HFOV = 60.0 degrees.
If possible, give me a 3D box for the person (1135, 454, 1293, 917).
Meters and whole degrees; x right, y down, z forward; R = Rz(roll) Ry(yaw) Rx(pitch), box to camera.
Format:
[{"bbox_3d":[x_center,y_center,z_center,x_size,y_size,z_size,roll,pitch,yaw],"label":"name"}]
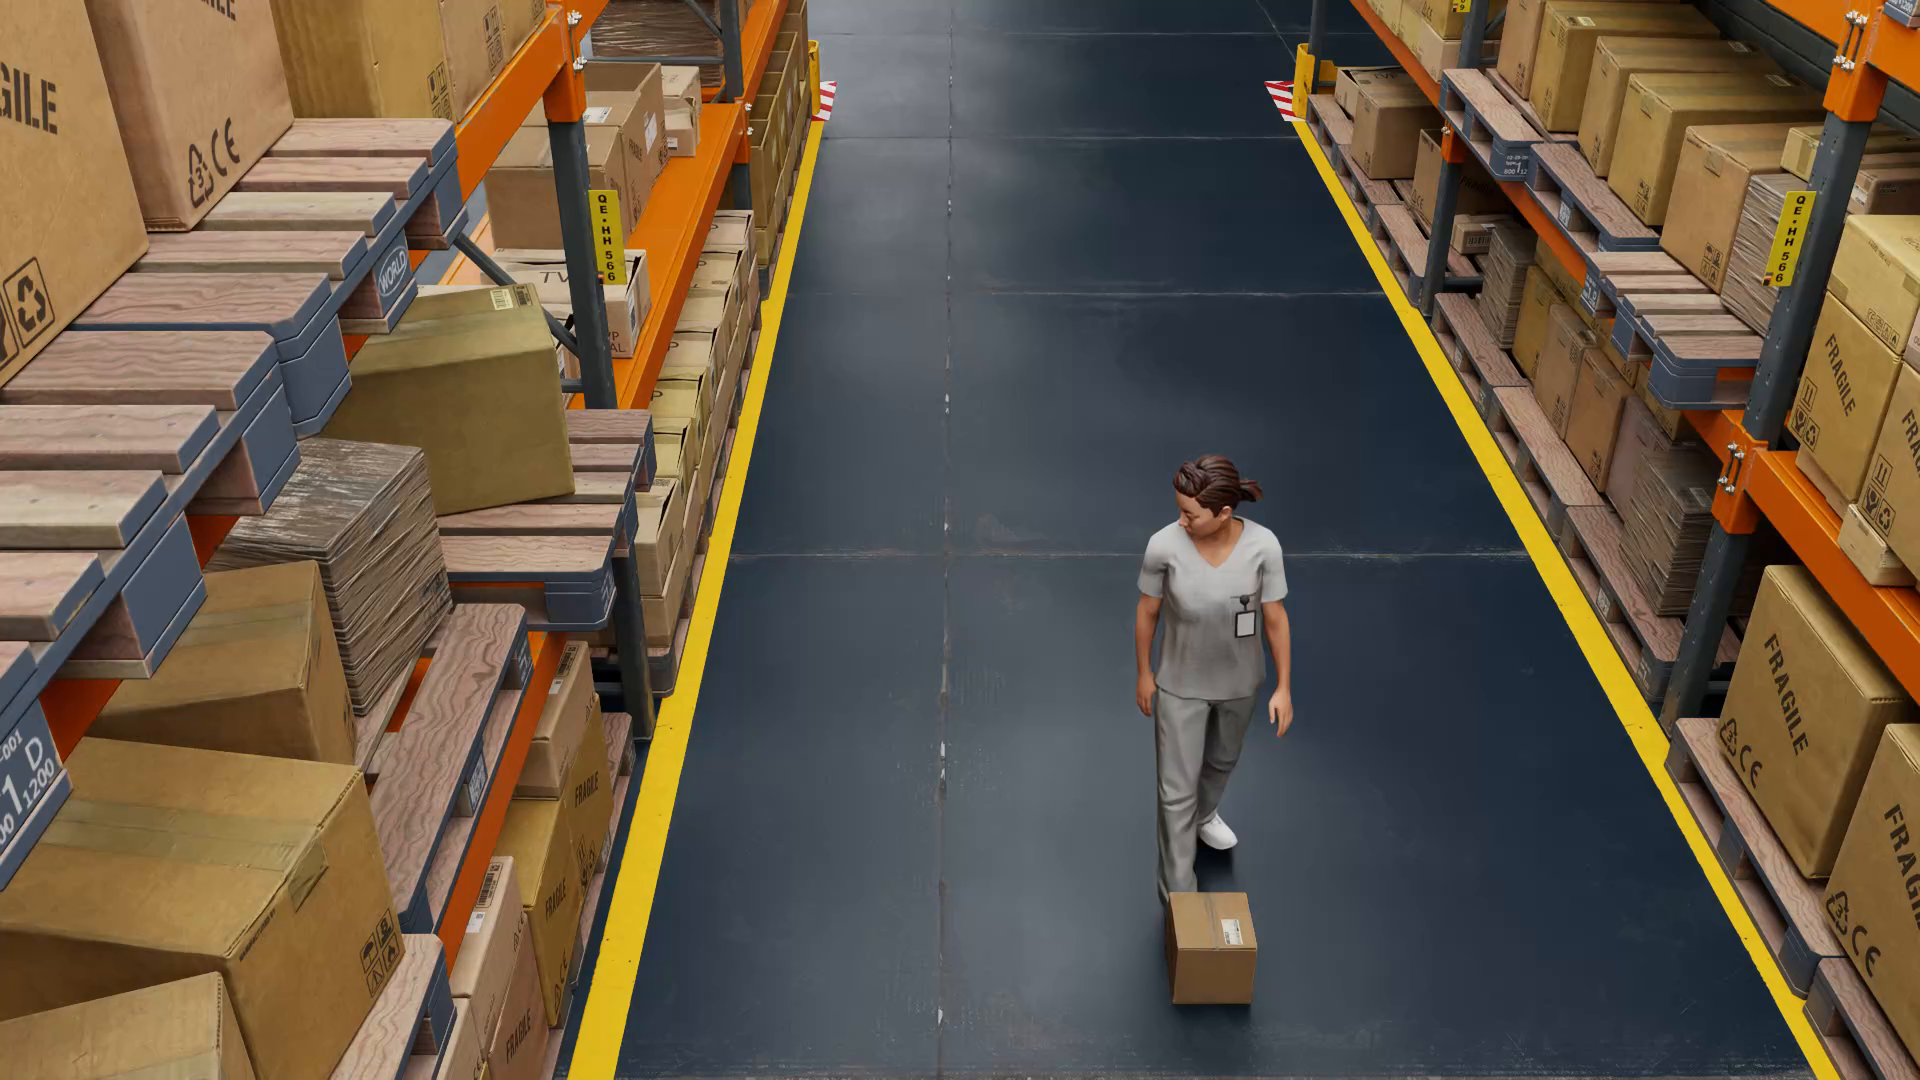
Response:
[{"bbox_3d":[0.809,0.478,5.335,0.475,1.661,0.762,-3,32,-6],"label":"person"}]
